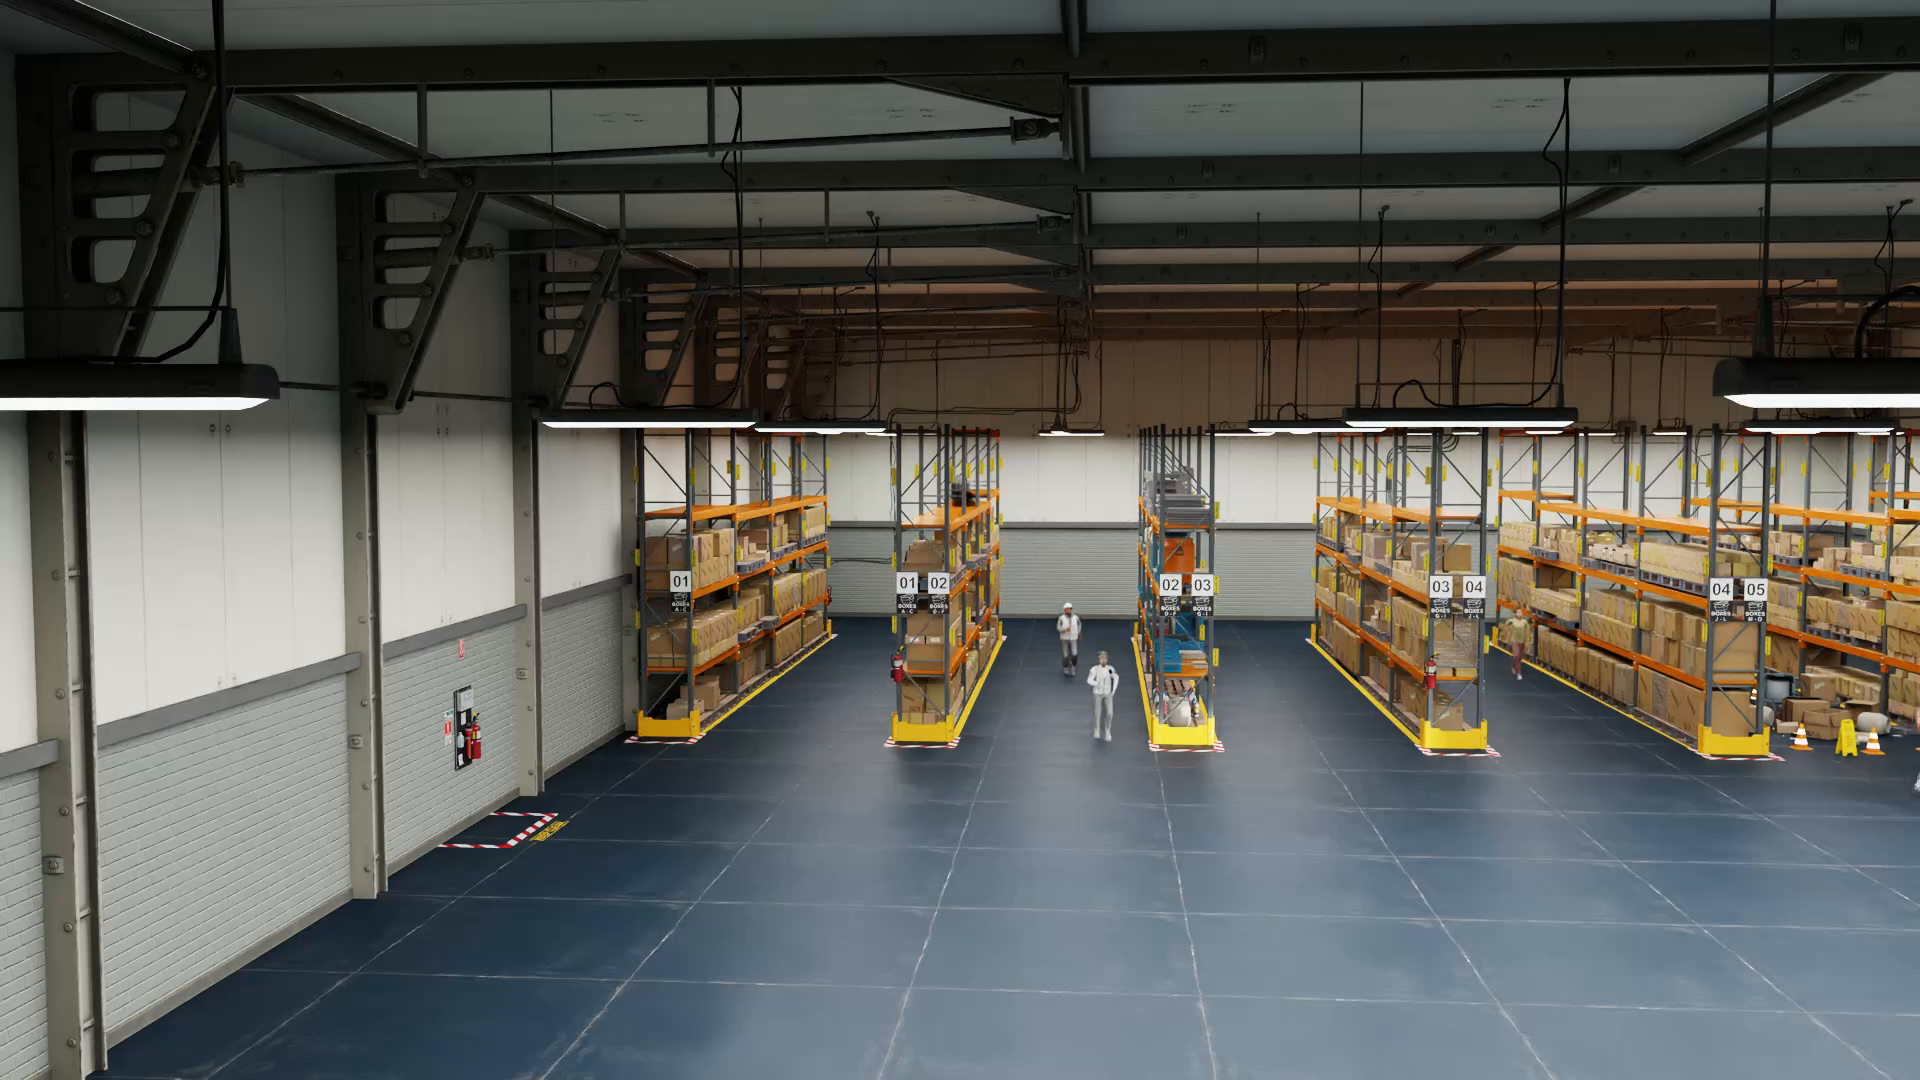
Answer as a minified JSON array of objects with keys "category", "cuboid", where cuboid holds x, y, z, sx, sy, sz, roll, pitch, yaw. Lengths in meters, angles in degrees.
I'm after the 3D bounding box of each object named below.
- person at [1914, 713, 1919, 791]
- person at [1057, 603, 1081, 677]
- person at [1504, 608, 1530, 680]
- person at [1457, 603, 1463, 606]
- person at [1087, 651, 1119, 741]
[{"category":"person","cuboid":[15.560,3.225,26.368,0.748,1.828,0.644,3,5,44]},{"category":"person","cuboid":[2.639,2.404,40.061,0.628,1.777,0.694,0,3,-2]},{"category":"person","cuboid":[13.349,2.463,39.784,0.577,1.674,0.957,0,3,3]},{"category":"person","cuboid":[14.166,2.073,47.006,0.522,1.566,0.662,-2,4,-27]},{"category":"person","cuboid":[2.726,2.966,31.545,0.624,1.738,0.620,0,3,-3]}]
